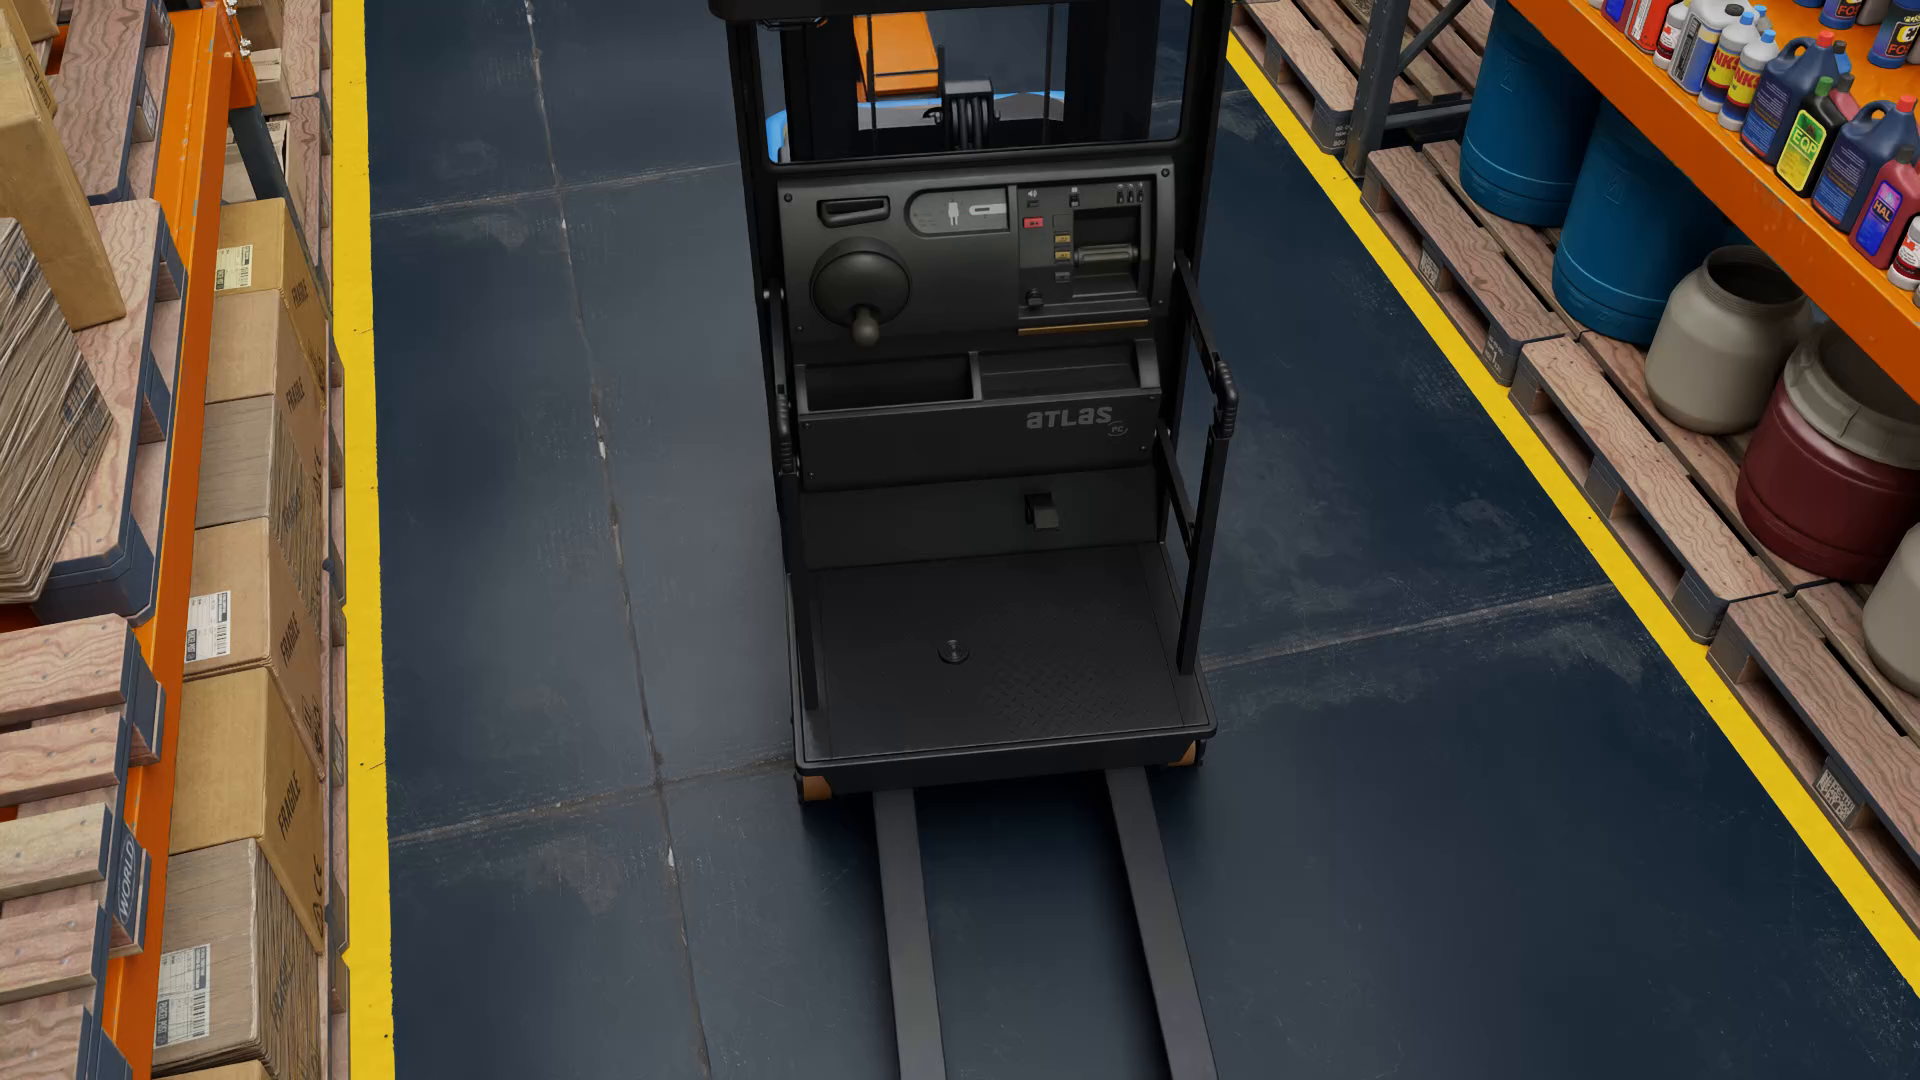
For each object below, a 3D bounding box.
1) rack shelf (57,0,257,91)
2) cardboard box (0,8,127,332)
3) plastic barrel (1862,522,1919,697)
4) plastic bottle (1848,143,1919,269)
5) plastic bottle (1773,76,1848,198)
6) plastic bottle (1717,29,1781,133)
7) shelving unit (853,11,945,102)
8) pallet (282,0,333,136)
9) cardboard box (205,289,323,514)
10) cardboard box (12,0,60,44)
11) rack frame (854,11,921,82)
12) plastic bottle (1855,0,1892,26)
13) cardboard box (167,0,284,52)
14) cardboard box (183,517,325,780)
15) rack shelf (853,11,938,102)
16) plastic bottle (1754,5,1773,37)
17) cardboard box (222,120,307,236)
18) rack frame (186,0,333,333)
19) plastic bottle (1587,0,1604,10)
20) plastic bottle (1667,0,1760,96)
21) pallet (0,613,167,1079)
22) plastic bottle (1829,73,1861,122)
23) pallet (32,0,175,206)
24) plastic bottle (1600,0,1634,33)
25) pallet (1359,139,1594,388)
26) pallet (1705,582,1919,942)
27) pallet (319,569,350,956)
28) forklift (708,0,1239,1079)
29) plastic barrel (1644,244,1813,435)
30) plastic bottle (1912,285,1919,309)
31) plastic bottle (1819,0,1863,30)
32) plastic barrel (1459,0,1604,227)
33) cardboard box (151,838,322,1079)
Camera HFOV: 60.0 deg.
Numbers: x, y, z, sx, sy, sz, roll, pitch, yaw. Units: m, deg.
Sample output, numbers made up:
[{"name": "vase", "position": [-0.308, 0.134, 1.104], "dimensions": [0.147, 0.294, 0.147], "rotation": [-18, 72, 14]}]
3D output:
[{"name": "rack shelf", "position": [-3.256, -2.847, 6.443], "dimensions": [1.077, 0.370, 4.000], "rotation": [-11, 47, -10]}, {"name": "cardboard box", "position": [-2.232, -0.691, 3.463], "dimensions": [0.700, 0.500, 0.500], "rotation": [-22, 50, -20]}, {"name": "plastic barrel", "position": [2.697, 0.157, 4.444], "dimensions": [0.421, 0.512, 0.421], "rotation": [0, 46, 0]}, {"name": "plastic bottle", "position": [2.261, -0.809, 4.024], "dimensions": [0.061, 0.283, 0.133], "rotation": [-11, 47, -10]}, {"name": "plastic bottle", "position": [2.180, -1.028, 4.239], "dimensions": [0.061, 0.283, 0.133], "rotation": [-11, 47, -10]}, {"name": "plastic bottle", "position": [2.120, -1.235, 4.450], "dimensions": [0.097, 0.271, 0.097], "rotation": [0, 46, 0]}, {"name": "shelving unit", "position": [-0.203, -1.242, 5.627], "dimensions": [0.258, 1.200, 0.503], "rotation": [-6, 46, -6]}, {"name": "pallet", "position": [-3.234, -2.060, 7.121], "dimensions": [1.003, 0.211, 1.213], "rotation": [-11, 47, -10]}, {"name": "cardboard box", "position": [-2.222, -0.366, 4.950], "dimensions": [0.500, 0.500, 0.500], "rotation": [-11, 47, -10]}, {"name": "cardboard box", "position": [-2.839, -1.532, 4.287], "dimensions": [0.700, 0.500, 0.500], "rotation": [-26, 51, -23]}, {"name": "rack frame", "position": [-0.239, -1.414, 5.796], "dimensions": [0.240, 1.200, 0.015], "rotation": [-6, 46, -6]}, {"name": "plastic bottle", "position": [2.716, -1.671, 4.874], "dimensions": [0.152, 0.276, 0.135], "rotation": [-11, 47, -10]}, {"name": "cardboard box", "position": [-3.230, -2.294, 6.838], "dimensions": [0.797, 0.503, 0.637], "rotation": [-11, 47, -10]}, {"name": "cardboard box", "position": [-1.961, 0.331, 4.267], "dimensions": [0.500, 0.500, 0.500], "rotation": [-12, 47, -12]}, {"name": "rack shelf", "position": [-0.203, -1.517, 5.347], "dimensions": [0.258, 0.148, 0.480], "rotation": [-6, 46, -6]}, {"name": "plastic bottle", "position": [2.208, -1.398, 4.659], "dimensions": [0.097, 0.201, 0.097], "rotation": [0, 46, 0]}, {"name": "cardboard box", "position": [-2.642, -1.260, 5.959], "dimensions": [0.500, 0.311, 0.500], "rotation": [-11, 47, -10]}, {"name": "rack frame", "position": [-2.744, -1.718, 4.833], "dimensions": [1.000, 3.000, 0.127], "rotation": [-11, 47, -10]}, {"name": "plastic bottle", "position": [1.943, -1.690, 4.945], "dimensions": [0.097, 0.201, 0.097], "rotation": [0, 46, 0]}, {"name": "plastic bottle", "position": [2.092, -1.389, 4.597], "dimensions": [0.152, 0.276, 0.135], "rotation": [-11, 47, -10]}, {"name": "pallet", "position": [-1.961, 0.656, 2.641], "dimensions": [1.213, 0.211, 1.003], "rotation": [-11, 47, -10]}, {"name": "plastic bottle", "position": [2.238, -1.039, 4.250], "dimensions": [0.061, 0.283, 0.133], "rotation": [-11, 47, -10]}, {"name": "pallet", "position": [-2.645, -1.079, 4.341], "dimensions": [1.003, 0.211, 1.213], "rotation": [-11, 47, -10]}, {"name": "plastic bottle", "position": [1.954, -1.635, 4.834], "dimensions": [0.061, 0.283, 0.133], "rotation": [-11, 47, -10]}, {"name": "pallet", "position": [2.203, -1.104, 6.184], "dimensions": [1.003, 0.211, 1.213], "rotation": [-11, 47, -10]}, {"name": "pallet", "position": [2.828, 0.580, 4.534], "dimensions": [1.003, 0.211, 1.213], "rotation": [-11, 47, -10]}, {"name": "pallet", "position": [-2.183, 0.657, 4.458], "dimensions": [1.003, 0.211, 1.213], "rotation": [-11, 47, -10]}, {"name": "forklift", "position": [0.072, -0.582, 3.768], "dimensions": [1.130, 2.935, 3.031], "rotation": [-5, 46, -5]}, {"name": "plastic barrel", "position": [2.408, -0.623, 5.208], "dimensions": [0.421, 0.512, 0.421], "rotation": [0, 46, 0]}, {"name": "plastic bottle", "position": [2.333, -0.636, 3.913], "dimensions": [0.097, 0.201, 0.097], "rotation": [0, 46, 0]}, {"name": "plastic bottle", "position": [2.600, -1.634, 4.841], "dimensions": [0.097, 0.271, 0.097], "rotation": [0, 46, 0]}, {"name": "plastic barrel", "position": [2.168, -1.654, 5.946], "dimensions": [0.600, 0.901, 0.708], "rotation": [-11, 47, -10]}, {"name": "cardboard box", "position": [-1.699, 1.038, 3.575], "dimensions": [0.500, 0.500, 0.500], "rotation": [-12, 47, -12]}]
